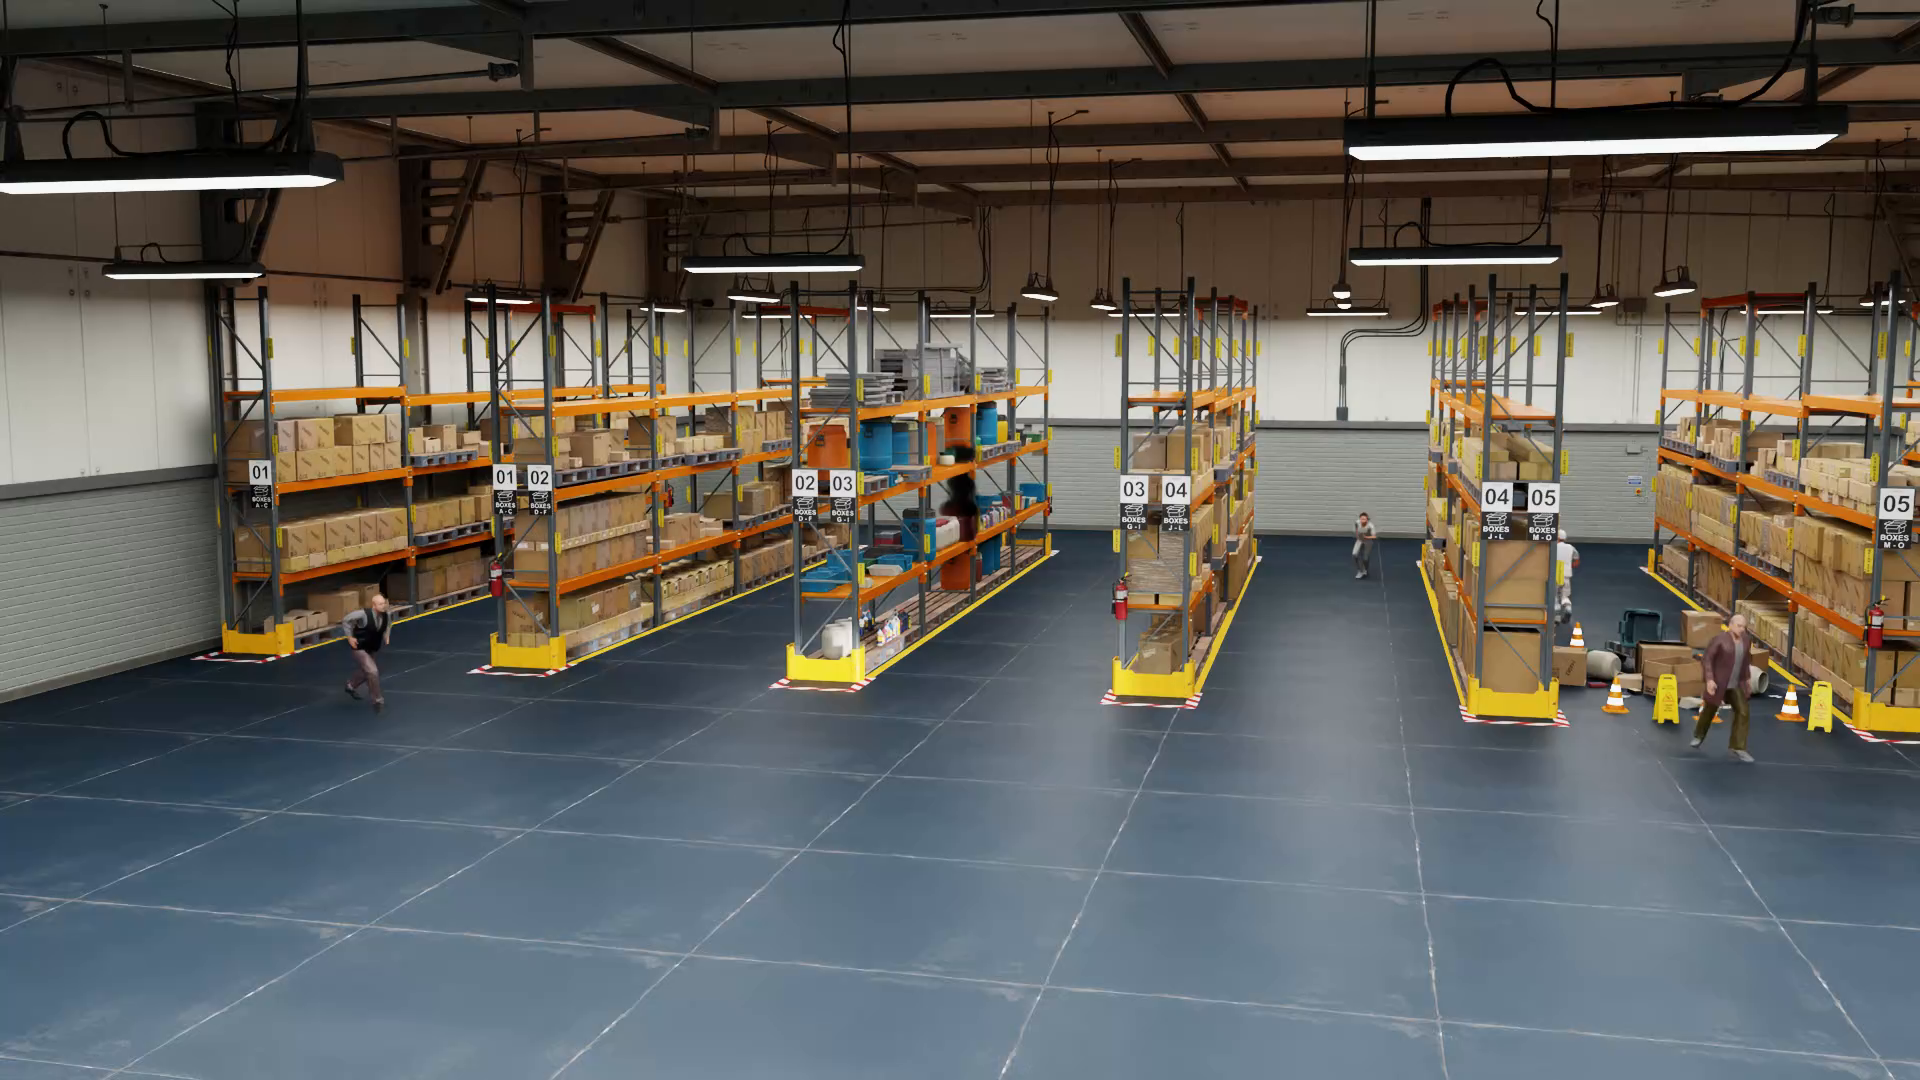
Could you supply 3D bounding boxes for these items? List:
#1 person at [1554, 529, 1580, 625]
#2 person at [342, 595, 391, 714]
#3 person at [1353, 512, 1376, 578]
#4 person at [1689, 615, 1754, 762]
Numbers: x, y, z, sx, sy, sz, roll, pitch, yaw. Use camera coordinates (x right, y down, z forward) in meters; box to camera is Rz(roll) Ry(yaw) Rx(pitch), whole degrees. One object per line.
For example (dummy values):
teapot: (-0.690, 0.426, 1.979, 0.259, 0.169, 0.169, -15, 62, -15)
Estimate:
person: (10.933, 0.690, 30.187, 0.651, 1.737, 0.790, 1, 7, 6)
person: (-8.283, 1.568, 23.090, 0.995, 1.678, 0.701, 5, 8, 38)
person: (8.842, 0.084, 36.261, 0.572, 1.458, 1.083, 4, 7, 28)
person: (9.393, 1.764, 20.366, 0.722, 1.738, 0.972, -1, 7, -9)
